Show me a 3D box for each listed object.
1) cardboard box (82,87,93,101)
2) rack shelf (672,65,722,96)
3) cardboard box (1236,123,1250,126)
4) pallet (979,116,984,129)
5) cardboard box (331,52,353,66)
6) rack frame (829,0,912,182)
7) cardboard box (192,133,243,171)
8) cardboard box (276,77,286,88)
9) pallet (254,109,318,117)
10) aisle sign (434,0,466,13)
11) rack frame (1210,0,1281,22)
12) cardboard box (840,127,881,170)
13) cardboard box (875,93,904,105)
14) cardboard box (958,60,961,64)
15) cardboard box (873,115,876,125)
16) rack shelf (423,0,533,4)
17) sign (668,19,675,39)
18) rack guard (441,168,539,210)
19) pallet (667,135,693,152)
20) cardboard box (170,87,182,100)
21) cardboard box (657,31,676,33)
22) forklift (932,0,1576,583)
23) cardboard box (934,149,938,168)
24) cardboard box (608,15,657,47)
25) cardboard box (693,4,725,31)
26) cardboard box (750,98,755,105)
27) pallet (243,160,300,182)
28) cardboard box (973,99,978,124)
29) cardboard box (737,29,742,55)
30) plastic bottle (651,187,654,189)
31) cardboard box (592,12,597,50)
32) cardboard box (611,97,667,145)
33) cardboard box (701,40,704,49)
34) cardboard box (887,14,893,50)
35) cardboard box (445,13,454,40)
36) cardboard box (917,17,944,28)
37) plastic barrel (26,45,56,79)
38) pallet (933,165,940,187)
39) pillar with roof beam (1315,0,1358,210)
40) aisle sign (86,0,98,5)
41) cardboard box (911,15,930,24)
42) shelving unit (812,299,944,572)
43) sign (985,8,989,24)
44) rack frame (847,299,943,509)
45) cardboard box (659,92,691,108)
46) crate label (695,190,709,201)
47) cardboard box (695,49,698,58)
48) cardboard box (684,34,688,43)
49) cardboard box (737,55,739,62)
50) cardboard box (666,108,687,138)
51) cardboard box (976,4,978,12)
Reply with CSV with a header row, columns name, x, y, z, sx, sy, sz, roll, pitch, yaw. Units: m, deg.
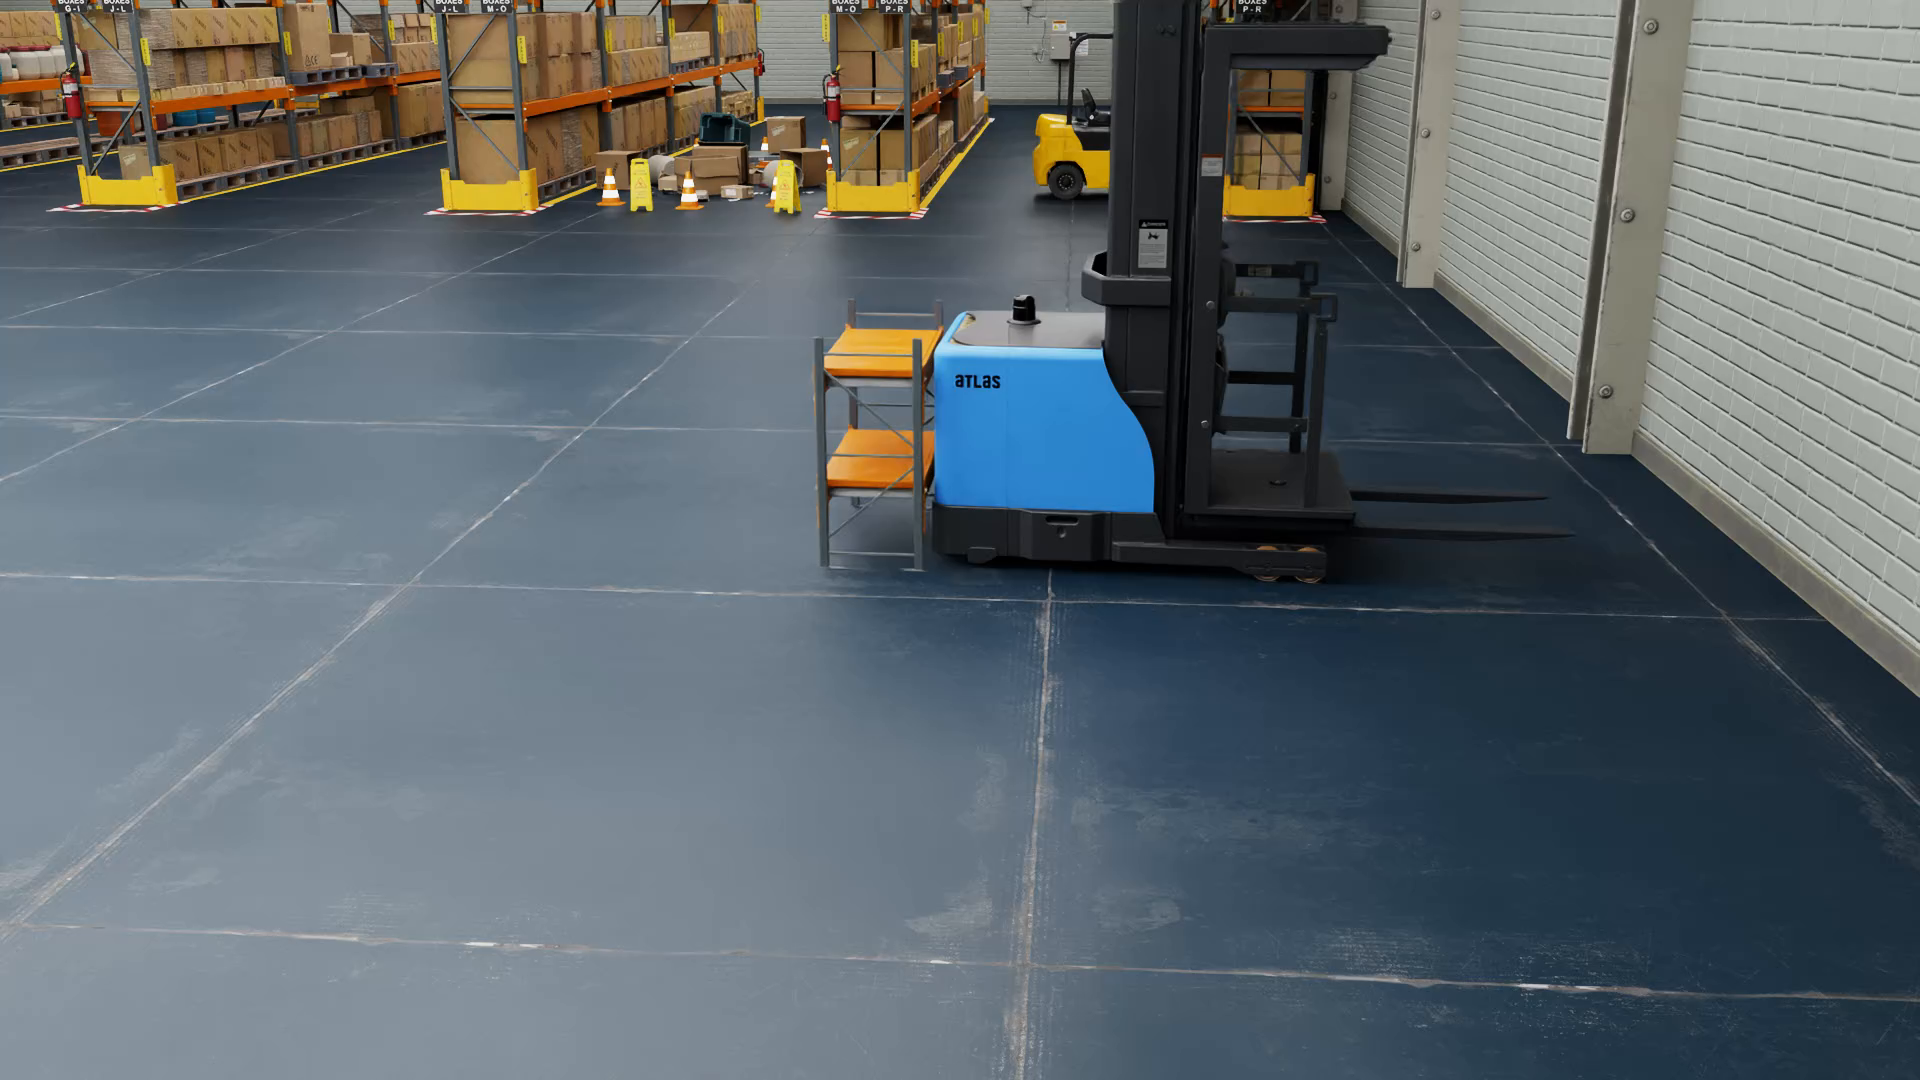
name,x,y,z,sx,sy,sz,roll,pitch,yaw
cardboard box,-19.524,-9.905,37.142,0.500,0.500,0.500,1,18,4
rack shelf,-5.340,-8.488,30.666,1.077,0.370,4.000,1,18,4
cardboard box,3.662,-5.526,22.607,0.500,0.250,0.500,1,18,3
pallet,-0.035,-8.661,34.517,1.003,0.211,1.213,1,18,4
cardboard box,-10.273,-7.963,27.449,0.396,0.266,0.258,1,18,2
rack frame,-1.112,-5.645,20.834,1.000,3.000,0.127,1,18,4
cardboard box,-10.778,-5.625,24.111,0.500,0.500,0.500,0,18,-1
cardboard box,-10.432,-6.916,25.116,0.380,0.149,0.250,1,18,4
pallet,-14.888,-9.366,36.667,1.003,0.211,1.213,1,18,4
aisle sign,-6.361,-6.944,20.624,0.394,0.787,0.004,1,18,4
rack frame,4.126,-6.778,24.291,1.000,3.000,0.127,1,18,4
cardboard box,-1.315,-5.149,21.857,0.500,0.500,0.500,1,18,4
cardboard box,-0.881,-5.627,21.181,0.380,0.149,0.250,1,18,4
cardboard box,-0.253,-8.205,28.887,0.500,0.250,0.500,1,18,3
cardboard box,-1.334,-5.651,22.347,0.380,0.149,0.250,2,18,5
rack shelf,-9.993,-11.298,34.424,1.077,0.370,4.000,1,18,4
sign,-4.929,-8.748,28.443,0.100,0.325,0.005,1,18,4
rack guard,-6.059,-4.529,21.442,1.175,0.500,0.348,1,18,4
pallet,-5.426,-7.127,29.833,1.003,0.211,1.213,1,18,4
cardboard box,-10.669,-5.985,22.274,0.380,0.149,0.250,1,18,4
cardboard box,-5.684,-9.702,31.989,0.380,0.149,0.250,2,18,7
forklift,1.421,-1.365,7.883,3.031,2.935,1.130,2,18,7
cardboard box,-0.600,-5.591,24.410,0.500,0.250,0.500,2,18,6
cardboard box,-5.525,-8.592,28.062,0.700,0.500,0.500,1,18,4
cardboard box,-4.921,-10.250,32.643,0.500,0.500,0.500,2,18,5
cardboard box,-4.663,-9.509,36.054,0.380,0.149,0.250,1,18,2
pallet,-10.723,-5.574,25.096,1.003,0.211,1.213,1,18,4
cardboard box,-0.100,-8.547,33.130,0.875,0.438,0.875,1,18,3
cardboard box,-4.800,-10.265,34.295,0.500,0.500,0.500,2,18,7
plastic bottle,-4.480,-4.979,23.521,0.283,0.061,0.133,-5,19,-15
cardboard box,-5.831,-7.437,24.328,0.875,0.550,0.550,1,18,4
cardboard box,-5.617,-7.152,28.372,1.050,0.750,0.750,1,18,3
cardboard box,-5.067,-9.386,31.502,0.380,0.149,0.250,2,18,6
cardboard box,-1.250,-6.630,21.595,0.700,0.500,0.500,1,18,4
cardboard box,-10.174,-9.919,32.106,0.797,0.503,0.637,1,18,2
cardboard box,-0.439,-7.722,24.819,0.380,0.149,0.250,1,18,4
plastic barrel,-15.279,-7.938,27.614,0.433,0.535,0.433,0,18,0
pallet,-0.838,-5.353,24.421,1.003,0.211,1.213,1,18,4
pillar with roof beam,0.494,-8.679,20.457,9.100,9.000,0.400,1,18,4
aisle sign,-19.420,-12.308,36.992,0.394,0.787,0.004,1,18,4
cardboard box,-0.763,-8.819,28.754,0.500,0.500,0.500,1,18,2
shelving unit,-0.381,-0.551,8.299,0.538,1.125,1.048,2,18,5
sign,0.575,-11.261,35.732,0.100,0.325,0.005,1,18,4
rack frame,-0.337,-0.709,8.780,0.500,1.125,0.032,2,18,5
cardboard box,-5.156,-7.943,29.983,0.500,0.250,0.500,1,18,3
crate label,-3.505,-4.612,22.278,0.250,0.136,0.298,-9,20,-25
cardboard box,-5.098,-9.081,31.050,0.380,0.149,0.250,1,18,2
cardboard box,-5.164,-9.119,30.210,0.380,0.149,0.250,2,18,6
cardboard box,-4.831,-10.069,34.737,0.380,0.149,0.250,1,18,2
cardboard box,-5.178,-7.435,29.635,0.500,0.500,0.500,1,18,2
cardboard box,0.157,-10.768,33.660,0.380,0.149,0.250,1,18,4
